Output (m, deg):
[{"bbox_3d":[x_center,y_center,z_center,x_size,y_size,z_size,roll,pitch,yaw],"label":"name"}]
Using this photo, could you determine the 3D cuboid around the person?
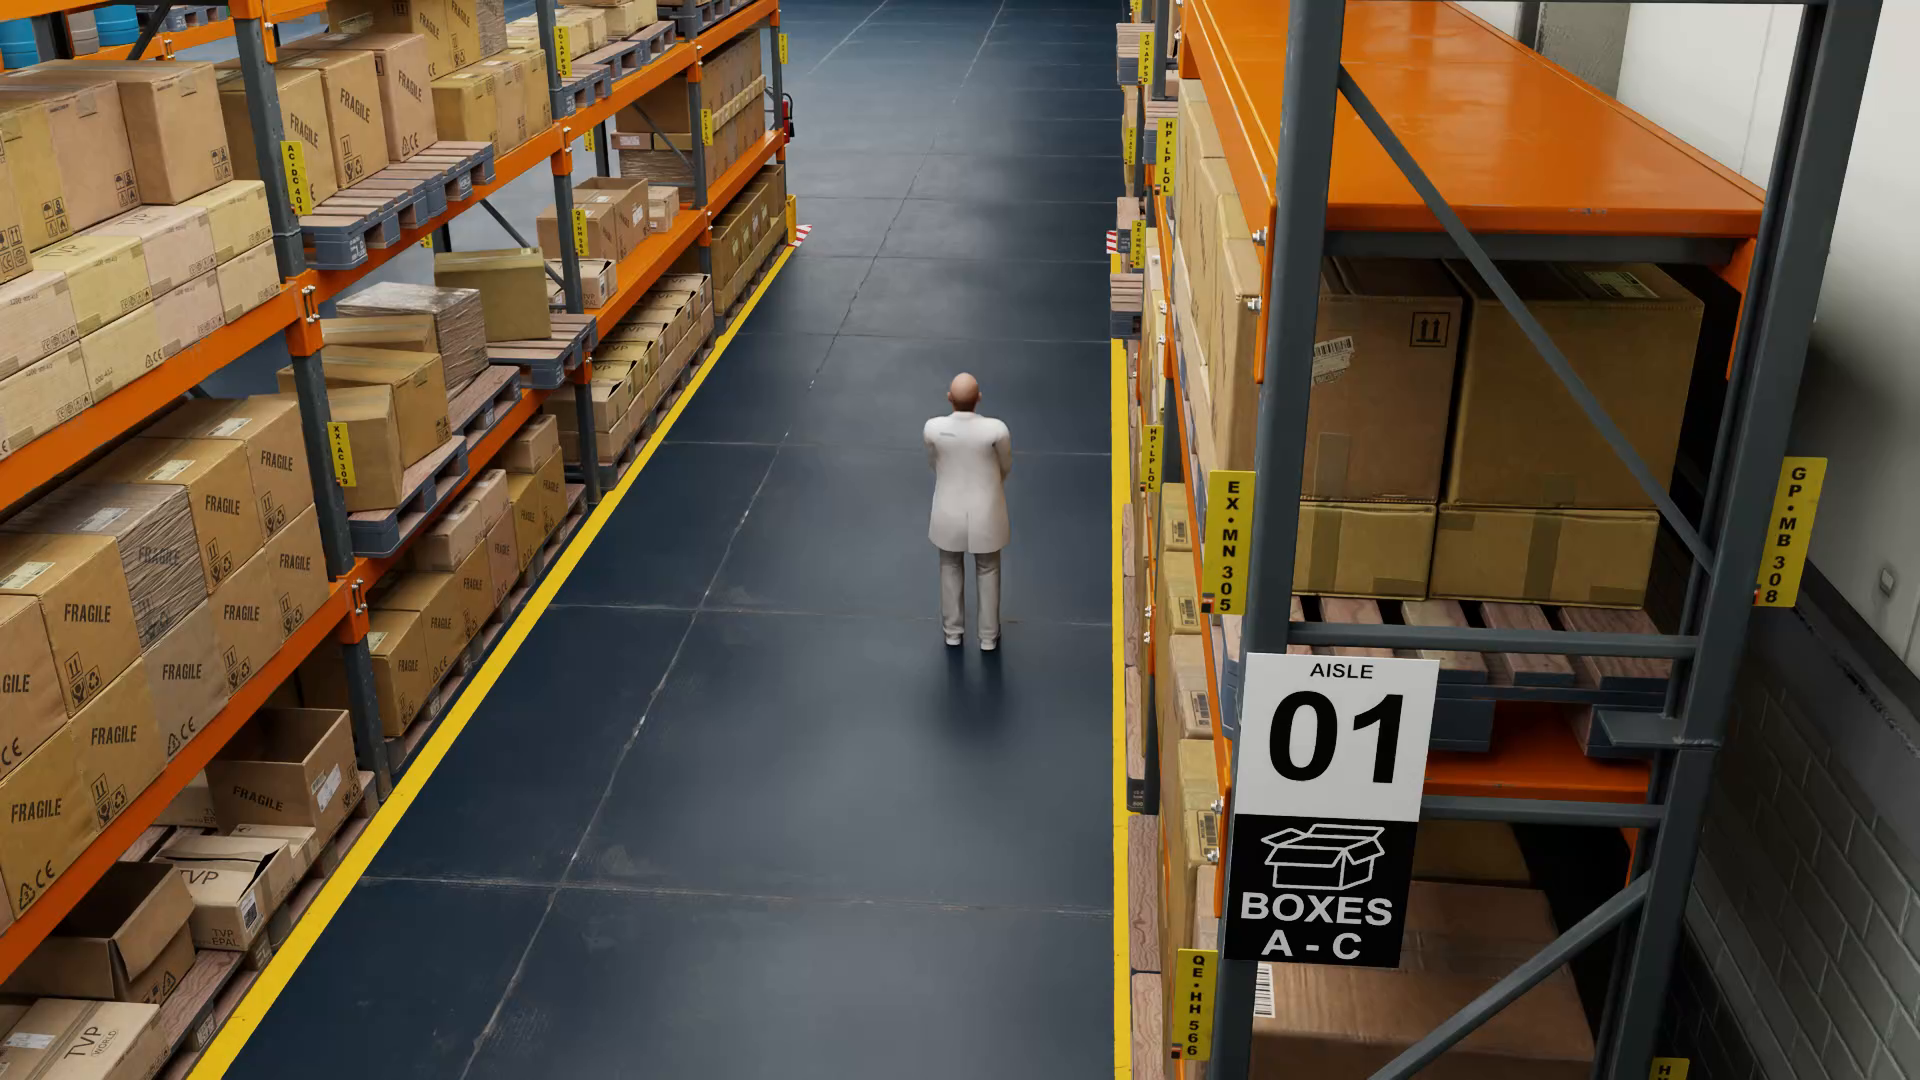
[{"bbox_3d":[0.058,-0.219,10.117,0.528,1.771,0.563,2,24,5],"label":"person"}]
